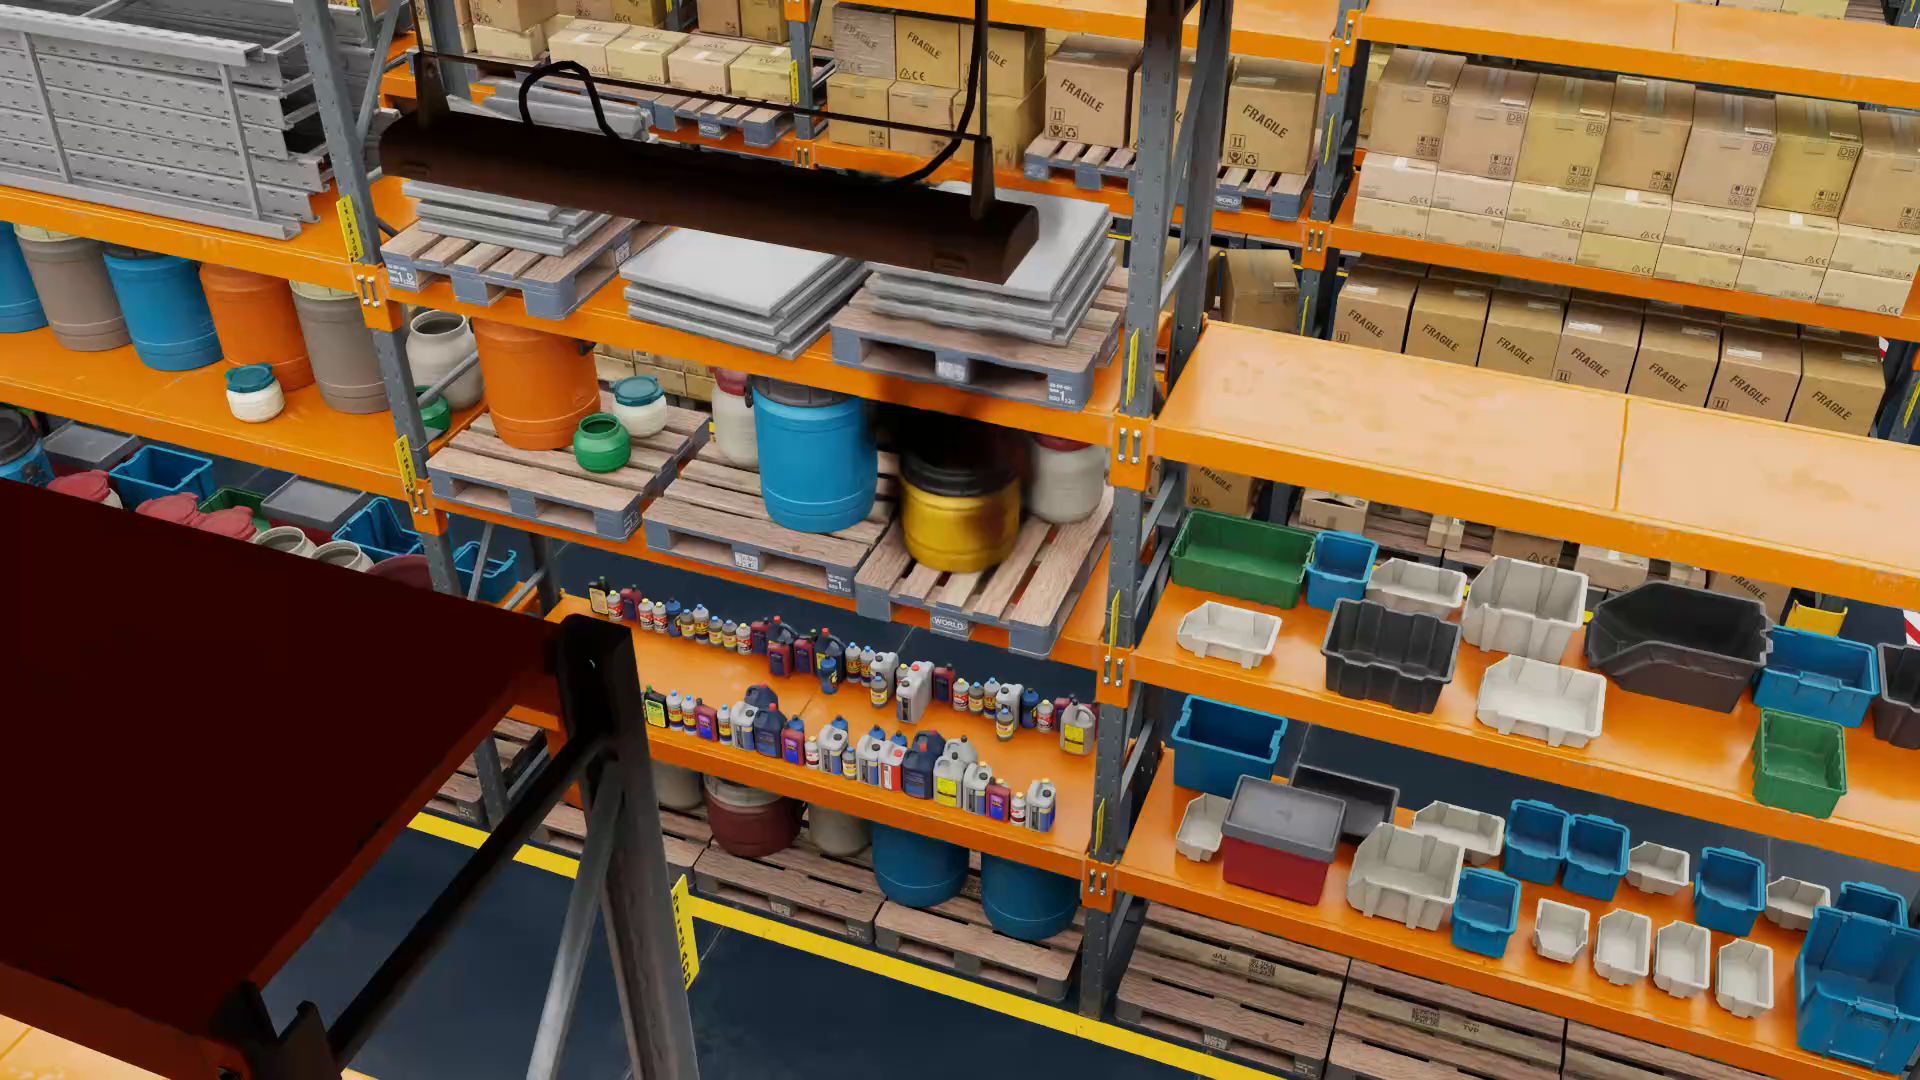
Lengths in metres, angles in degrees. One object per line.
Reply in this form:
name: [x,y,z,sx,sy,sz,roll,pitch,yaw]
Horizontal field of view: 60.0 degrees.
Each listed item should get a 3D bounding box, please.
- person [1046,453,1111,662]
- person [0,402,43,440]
person: [0.832,0.109,11.779,0.726,1.840,0.640,7,37,10]
person: [-8.001,-1.358,13.691,0.987,1.786,0.656,11,38,14]
